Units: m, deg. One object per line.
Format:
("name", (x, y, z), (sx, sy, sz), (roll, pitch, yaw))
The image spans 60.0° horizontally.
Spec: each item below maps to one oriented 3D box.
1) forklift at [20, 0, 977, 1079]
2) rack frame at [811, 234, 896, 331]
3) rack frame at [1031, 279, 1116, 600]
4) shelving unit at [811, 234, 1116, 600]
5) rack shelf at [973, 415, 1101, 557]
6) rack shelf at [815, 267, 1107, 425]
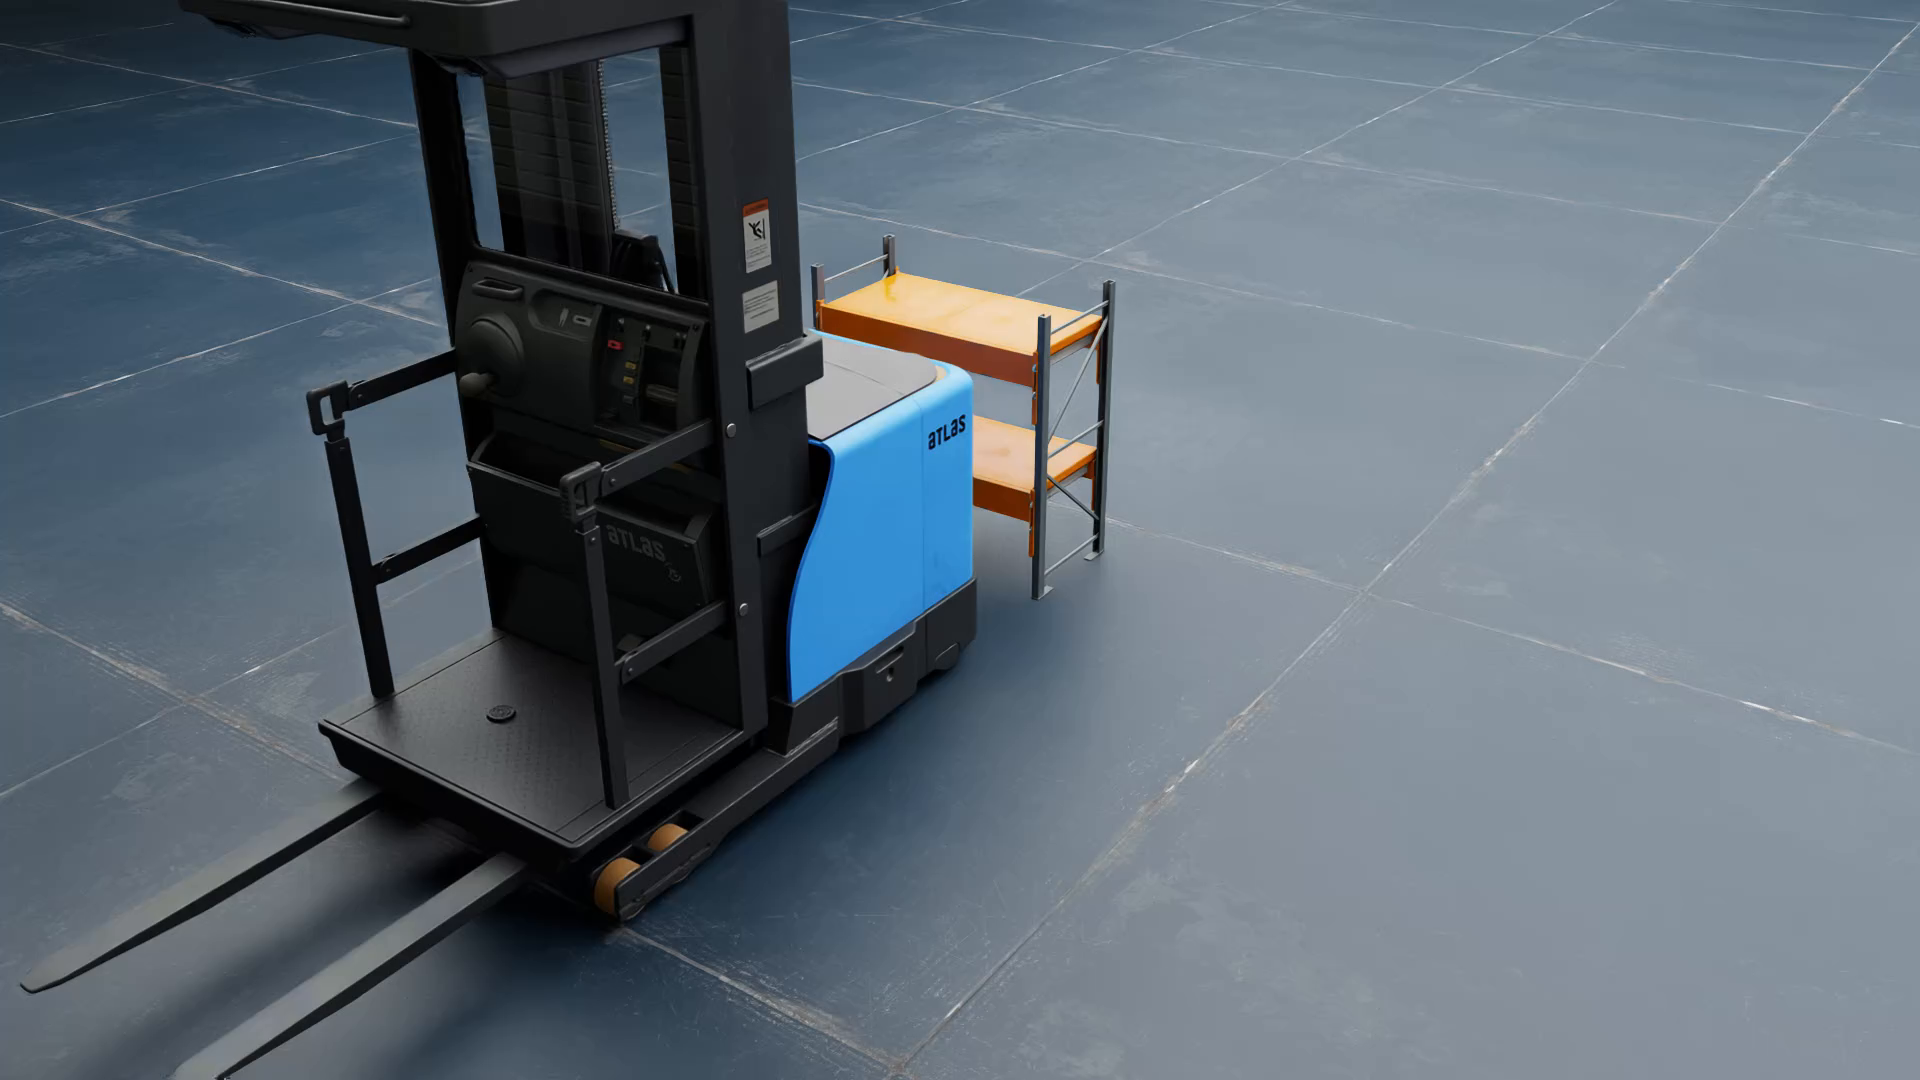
("forklift", (-1.191, -0.491, 4.484), (1.130, 2.935, 3.031), (17, 32, 30))
("rack frame", (-0.413, -0.630, 6.748), (0.032, 1.125, 0.500), (17, 32, 30))
("rack frame", (0.425, -0.369, 6.235), (0.032, 1.125, 0.500), (17, 32, 30))
("shelving unit", (0.006, -0.500, 6.491), (1.048, 1.125, 0.538), (17, 32, 30))
("rack shelf", (0.006, -0.282, 6.602), (1.000, 0.278, 0.538), (17, 32, 30))
("rack shelf", (0.006, -0.760, 6.359), (1.000, 0.278, 0.538), (17, 32, 30))
